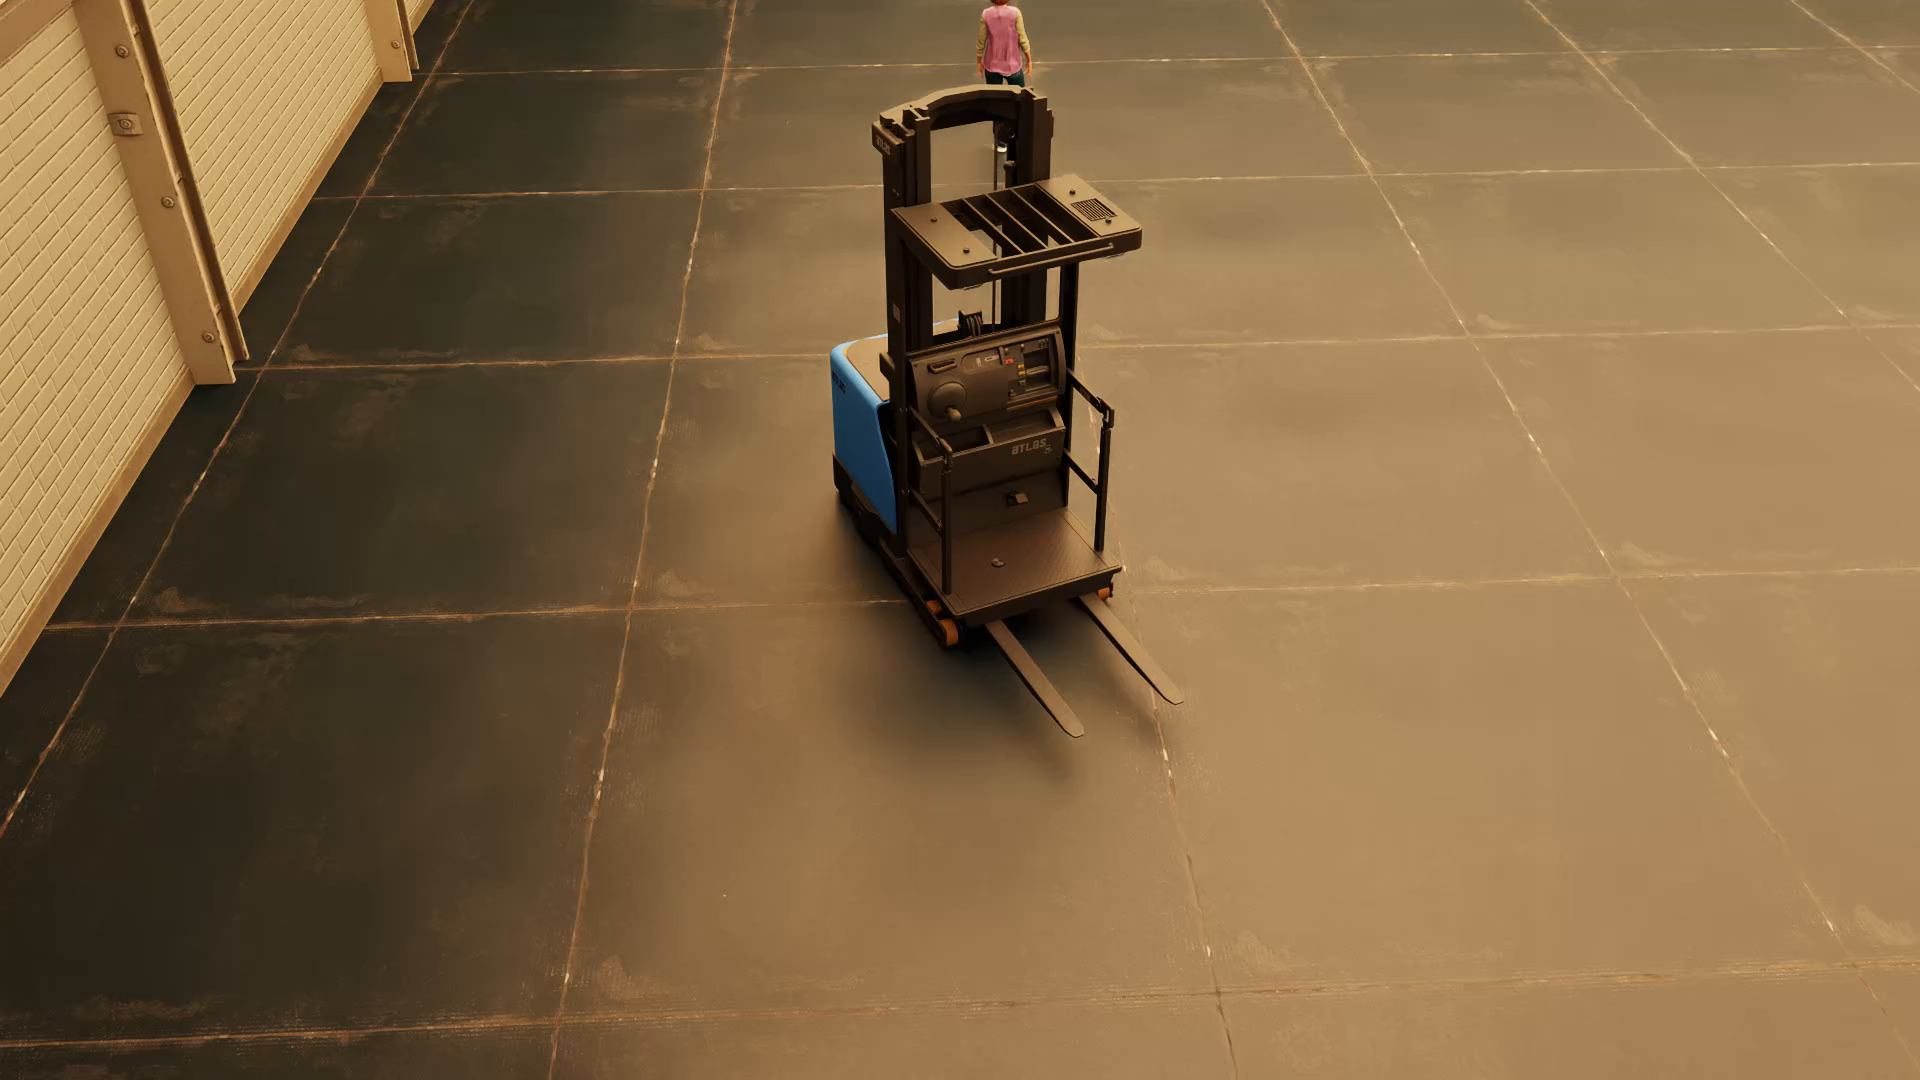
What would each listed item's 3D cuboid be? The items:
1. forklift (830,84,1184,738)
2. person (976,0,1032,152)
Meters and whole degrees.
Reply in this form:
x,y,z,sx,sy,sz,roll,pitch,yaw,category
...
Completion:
x,y,z,sx,sy,sz,roll,pitch,yaw,category
0.258,-0.860,9.192,1.130,2.935,3.031,-15,39,-20,forklift
0.412,-4.260,15.058,0.520,1.504,0.475,5,36,7,person
